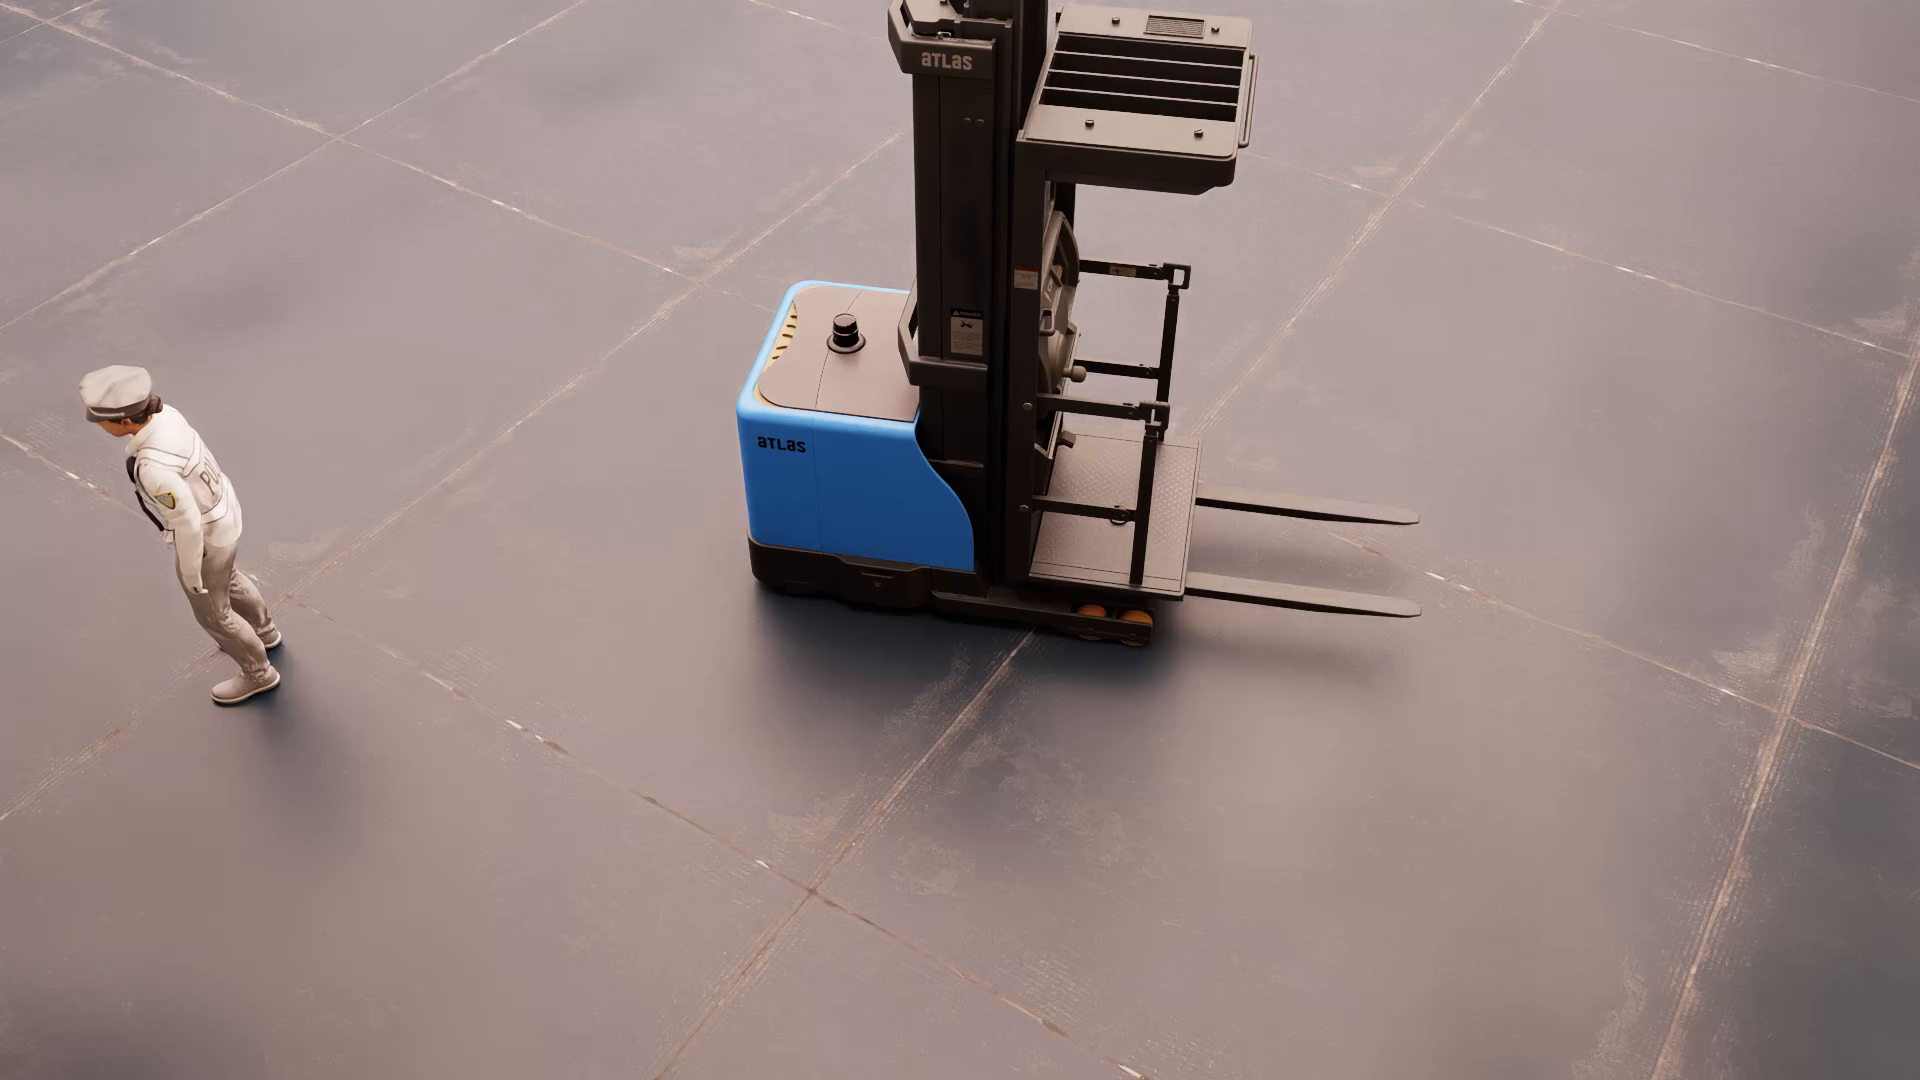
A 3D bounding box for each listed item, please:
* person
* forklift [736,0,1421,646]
[{"bbox_3d":[-3.120,-0.021,6.795,0.373,1.661,0.538,-12,45,-12],"label":"person"},{"bbox_3d":[0.598,-0.987,6.890,3.031,2.935,1.130,7,44,8],"label":"forklift"}]
